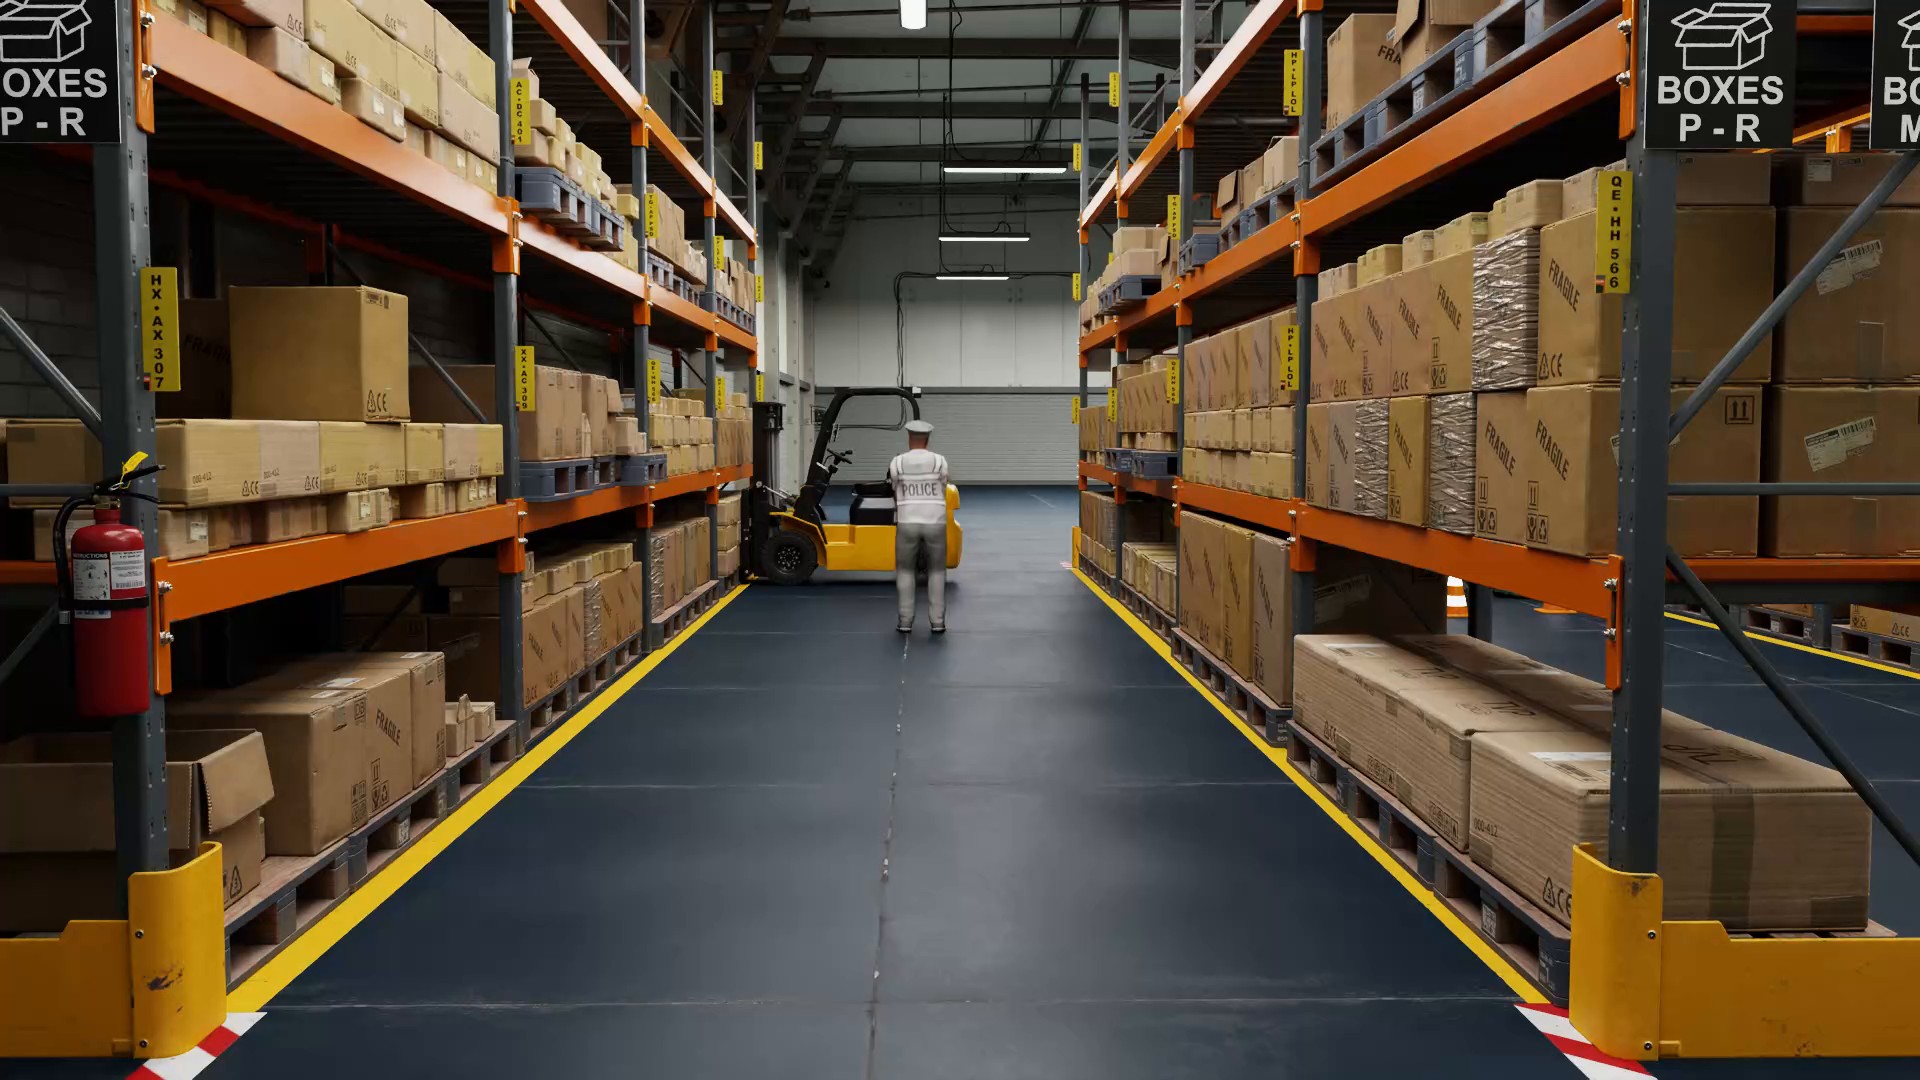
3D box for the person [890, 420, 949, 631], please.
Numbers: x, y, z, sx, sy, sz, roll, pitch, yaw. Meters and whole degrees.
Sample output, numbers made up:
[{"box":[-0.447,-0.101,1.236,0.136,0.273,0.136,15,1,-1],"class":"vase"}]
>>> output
[{"box":[-0.343,-0.119,13.934,0.490,1.771,0.567,0,4,-2],"class":"person"}]
